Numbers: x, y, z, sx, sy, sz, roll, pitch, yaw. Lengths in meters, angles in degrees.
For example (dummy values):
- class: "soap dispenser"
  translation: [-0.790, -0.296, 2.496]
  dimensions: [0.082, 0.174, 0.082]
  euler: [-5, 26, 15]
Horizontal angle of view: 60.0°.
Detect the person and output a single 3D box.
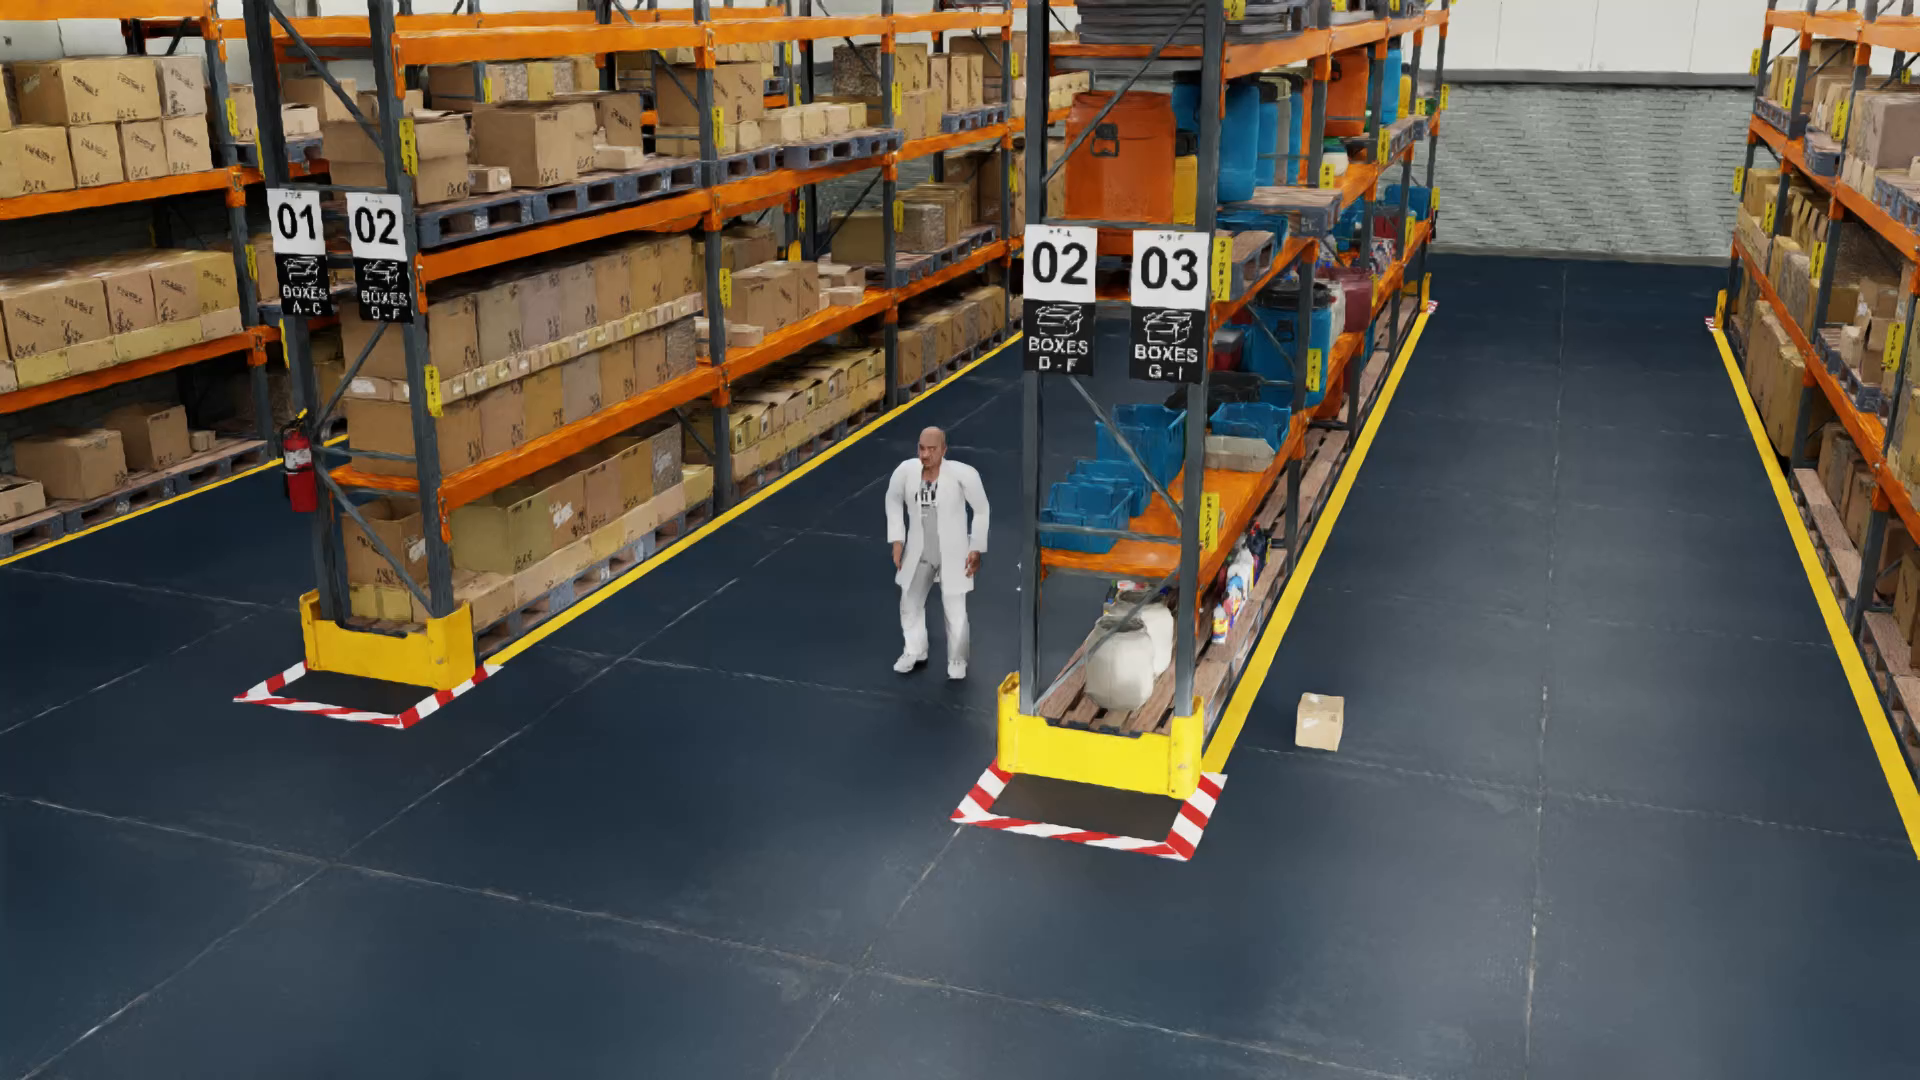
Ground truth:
- class: "person"
  translation: [-0.150, 0.072, 10.911]
  dimensions: [0.725, 1.741, 0.520]
  euler: [6, 19, 17]
